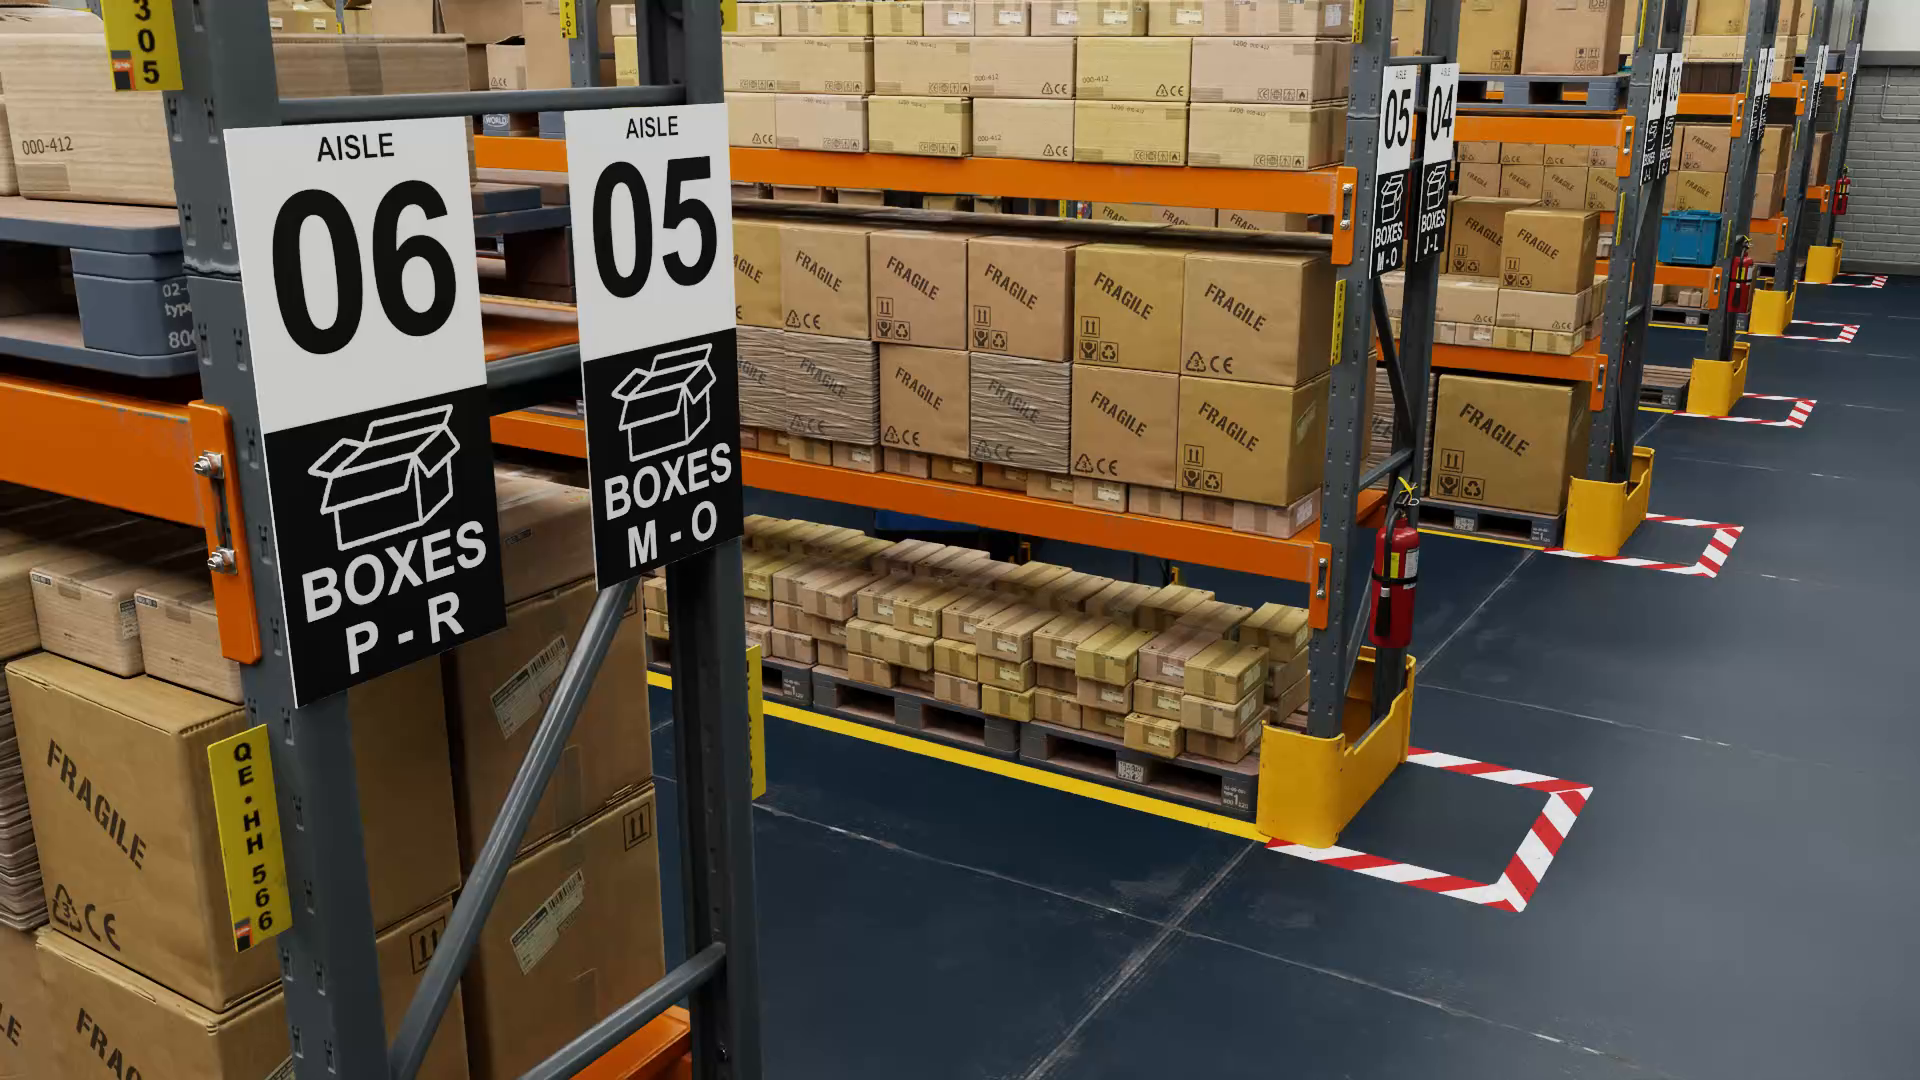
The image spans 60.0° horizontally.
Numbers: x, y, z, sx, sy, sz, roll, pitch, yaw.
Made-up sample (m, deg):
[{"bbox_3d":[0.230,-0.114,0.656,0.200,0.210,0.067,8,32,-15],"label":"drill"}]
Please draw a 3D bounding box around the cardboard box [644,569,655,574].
[{"bbox_3d":[-2.120,-0.067,10.018,0.500,0.500,0.500,11,20,32],"label":"cardboard box"}]

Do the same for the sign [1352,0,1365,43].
[{"bbox_3d":[1.472,-2.000,6.119,0.005,0.325,0.100,10,20,30],"label":"sign"}]

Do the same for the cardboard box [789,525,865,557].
[{"bbox_3d":[-0.735,0.050,9.216,0.250,0.149,0.380,10,20,30],"label":"cardboard box"}]

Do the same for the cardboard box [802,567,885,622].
[{"bbox_3d":[-0.590,0.274,8.476,0.250,0.149,0.380,11,20,31],"label":"cardboard box"}]

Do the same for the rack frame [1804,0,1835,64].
[{"bbox_3d":[9.649,-6.812,18.323,0.127,3.000,1.000,10,20,30],"label":"rack frame"}]

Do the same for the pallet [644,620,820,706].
[{"bbox_3d":[-1.038,0.544,9.227,1.213,0.211,1.003,10,20,30],"label":"pallet"}]

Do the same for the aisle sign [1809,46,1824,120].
[{"bbox_3d":[9.547,-5.099,18.533,0.004,0.787,0.394,10,20,30],"label":"aisle sign"}]

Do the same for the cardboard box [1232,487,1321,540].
[{"bbox_3d":[1.354,-0.135,7.096,0.250,0.149,0.380,10,20,30],"label":"cardboard box"}]

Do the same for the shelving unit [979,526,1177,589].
[{"bbox_3d":[0.697,-0.316,9.840,1.083,1.500,0.587,10,19,29],"label":"shelving unit"}]

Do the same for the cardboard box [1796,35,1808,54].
[{"bbox_3d":[11.476,-6.827,22.896,0.500,0.250,0.500,11,20,32],"label":"cardboard box"}]

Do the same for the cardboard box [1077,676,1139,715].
[{"bbox_3d":[0.737,0.657,7.727,0.250,0.149,0.380,9,19,28],"label":"cardboard box"}]

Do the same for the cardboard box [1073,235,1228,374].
[{"bbox_3d":[0.828,-1.029,7.204,0.500,0.500,0.500,9,19,28],"label":"cardboard box"}]

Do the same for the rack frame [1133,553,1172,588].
[{"bbox_3d":[1.129,-0.243,9.601,0.032,1.500,0.500,10,19,29],"label":"rack frame"}]

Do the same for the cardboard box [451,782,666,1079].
[{"bbox_3d":[-0.983,0.774,3.500,0.500,0.500,0.500,10,20,30],"label":"cardboard box"}]

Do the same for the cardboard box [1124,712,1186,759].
[{"bbox_3d":[0.950,0.845,7.620,0.250,0.149,0.380,11,20,32],"label":"cardboard box"}]

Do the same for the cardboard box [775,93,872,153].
[{"bbox_3d":[-0.507,-1.953,7.748,0.500,0.250,0.500,11,20,32],"label":"cardboard box"}]

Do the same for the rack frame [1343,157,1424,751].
[{"bbox_3d":[1.782,-0.276,7.129,0.053,2.616,0.949,10,20,30],"label":"rack frame"}]

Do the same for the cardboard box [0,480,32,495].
[{"bbox_3d":[-2.007,-0.032,3.319,0.250,0.149,0.380,10,20,30],"label":"cardboard box"}]

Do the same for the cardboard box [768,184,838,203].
[{"bbox_3d":[-1.187,-3.018,14.258,0.637,0.503,0.797,11,20,31],"label":"cardboard box"}]

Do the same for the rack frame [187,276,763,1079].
[{"bbox_3d":[-0.725,0.966,3.040,0.127,3.000,1.000,10,20,30],"label":"rack frame"}]

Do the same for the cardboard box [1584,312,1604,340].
[{"bbox_3d":[4.332,-1.504,11.603,0.250,0.149,0.380,10,20,31],"label":"cardboard box"}]

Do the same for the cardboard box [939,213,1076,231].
[{"bbox_3d":[0.235,-1.314,8.143,0.500,0.500,0.500,9,19,28],"label":"cardboard box"}]

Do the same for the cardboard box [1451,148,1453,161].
[{"bbox_3d":[7.441,-6.138,25.710,0.500,0.500,0.500,10,20,30],"label":"cardboard box"}]

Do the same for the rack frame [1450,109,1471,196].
[{"bbox_3d":[6.241,-4.550,21.198,0.127,3.000,1.000,10,20,30],"label":"rack frame"}]

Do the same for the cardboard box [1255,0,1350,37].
[{"bbox_3d":[1.343,-2.047,6.509,0.250,0.149,0.380,10,20,30],"label":"cardboard box"}]

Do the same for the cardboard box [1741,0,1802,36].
[{"bbox_3d":[9.203,-5.977,18.843,0.500,0.500,0.700,10,20,30],"label":"cardboard box"}]

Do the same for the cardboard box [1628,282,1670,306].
[{"bbox_3d":[8.263,-3.010,20.102,0.500,0.250,0.500,10,20,30],"label":"cardboard box"}]

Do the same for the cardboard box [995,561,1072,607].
[{"bbox_3d":[0.379,0.244,8.576,0.250,0.149,0.380,10,20,31],"label":"cardboard box"}]

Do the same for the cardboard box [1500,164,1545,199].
[{"bbox_3d":[6.970,-4.375,20.452,0.500,0.500,0.500,11,20,31],"label":"cardboard box"}]

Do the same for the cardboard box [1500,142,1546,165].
[{"bbox_3d":[6.935,-4.856,20.315,0.500,0.500,0.500,9,19,28],"label":"cardboard box"}]

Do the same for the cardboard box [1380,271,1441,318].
[{"bbox_3d":[3.044,-1.722,11.634,0.500,0.250,0.500,9,19,28],"label":"cardboard box"}]

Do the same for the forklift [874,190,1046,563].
[{"bbox_3d":[0.046,-1.600,11.606,1.130,2.935,3.031,1,17,3],"label":"forklift"}]

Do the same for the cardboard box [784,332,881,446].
[{"bbox_3d":[-0.503,-0.777,8.095,0.500,0.500,0.500,10,19,29],"label":"cardboard box"}]

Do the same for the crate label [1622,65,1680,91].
[{"bbox_3d":[6.437,-4.299,15.469,0.502,0.251,0.408,10,20,30],"label":"crate label"}]

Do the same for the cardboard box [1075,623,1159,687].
[{"bbox_3d":[0.725,0.525,7.651,0.250,0.149,0.380,10,19,29],"label":"cardboard box"}]

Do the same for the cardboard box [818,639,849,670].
[{"bbox_3d":[-0.531,0.538,8.631,0.250,0.149,0.380,9,19,28],"label":"cardboard box"}]

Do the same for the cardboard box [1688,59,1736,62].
[{"bbox_3d":[8.653,-5.396,19.082,0.500,0.250,0.500,10,20,30],"label":"cardboard box"}]

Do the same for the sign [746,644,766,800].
[{"bbox_3d":[-0.429,0.377,3.352,0.005,0.325,0.100,10,20,30],"label":"sign"}]

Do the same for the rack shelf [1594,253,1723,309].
[{"bbox_3d":[5.350,-2.675,16.264,4.000,0.370,1.077,10,20,30],"label":"rack shelf"}]

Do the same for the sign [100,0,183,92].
[{"bbox_3d":[-1.020,-0.723,2.051,0.005,0.325,0.100,10,20,30],"label":"sign"}]

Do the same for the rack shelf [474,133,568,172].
[{"bbox_3d":[-3.333,-2.279,9.800,4.000,0.370,1.077,10,20,30],"label":"rack shelf"}]

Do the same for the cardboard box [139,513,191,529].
[{"bbox_3d":[-1.538,-0.119,3.603,0.250,0.149,0.380,9,19,28],"label":"cardboard box"}]

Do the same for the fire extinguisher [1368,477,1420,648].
[{"bbox_3d":[1.753,0.093,6.690,0.183,0.674,0.296,10,20,30],"label":"fire extinguisher"}]

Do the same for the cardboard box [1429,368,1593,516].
[{"bbox_3d":[3.875,-0.750,11.623,0.875,0.875,0.875,10,20,30],"label":"cardboard box"}]

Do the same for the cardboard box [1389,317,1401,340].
[{"bbox_3d":[3.115,-1.496,11.577,0.250,0.149,0.380,10,19,29],"label":"cardboard box"}]

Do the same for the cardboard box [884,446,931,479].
[{"bbox_3d":[-0.158,-0.422,8.041,0.250,0.149,0.380,11,20,32],"label":"cardboard box"}]

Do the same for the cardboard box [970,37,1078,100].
[{"bbox_3d":[0.383,-2.041,7.177,0.500,0.250,0.500,10,20,31],"label":"cardboard box"}]

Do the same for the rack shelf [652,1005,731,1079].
[{"bbox_3d":[-2.429,1.006,4.146,4.000,0.370,1.077,10,20,30],"label":"rack shelf"}]

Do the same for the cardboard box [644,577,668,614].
[{"bbox_3d":[-1.487,0.272,8.997,0.250,0.149,0.380,11,20,33],"label":"cardboard box"}]

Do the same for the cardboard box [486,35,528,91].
[{"bbox_3d":[-2.269,-2.663,9.257,0.500,0.311,0.500,10,19,29],"label":"cardboard box"}]

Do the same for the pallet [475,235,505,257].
[{"bbox_3d":[-4.064,-2.904,16.112,1.213,0.211,1.003,10,20,30],"label":"pallet"}]
